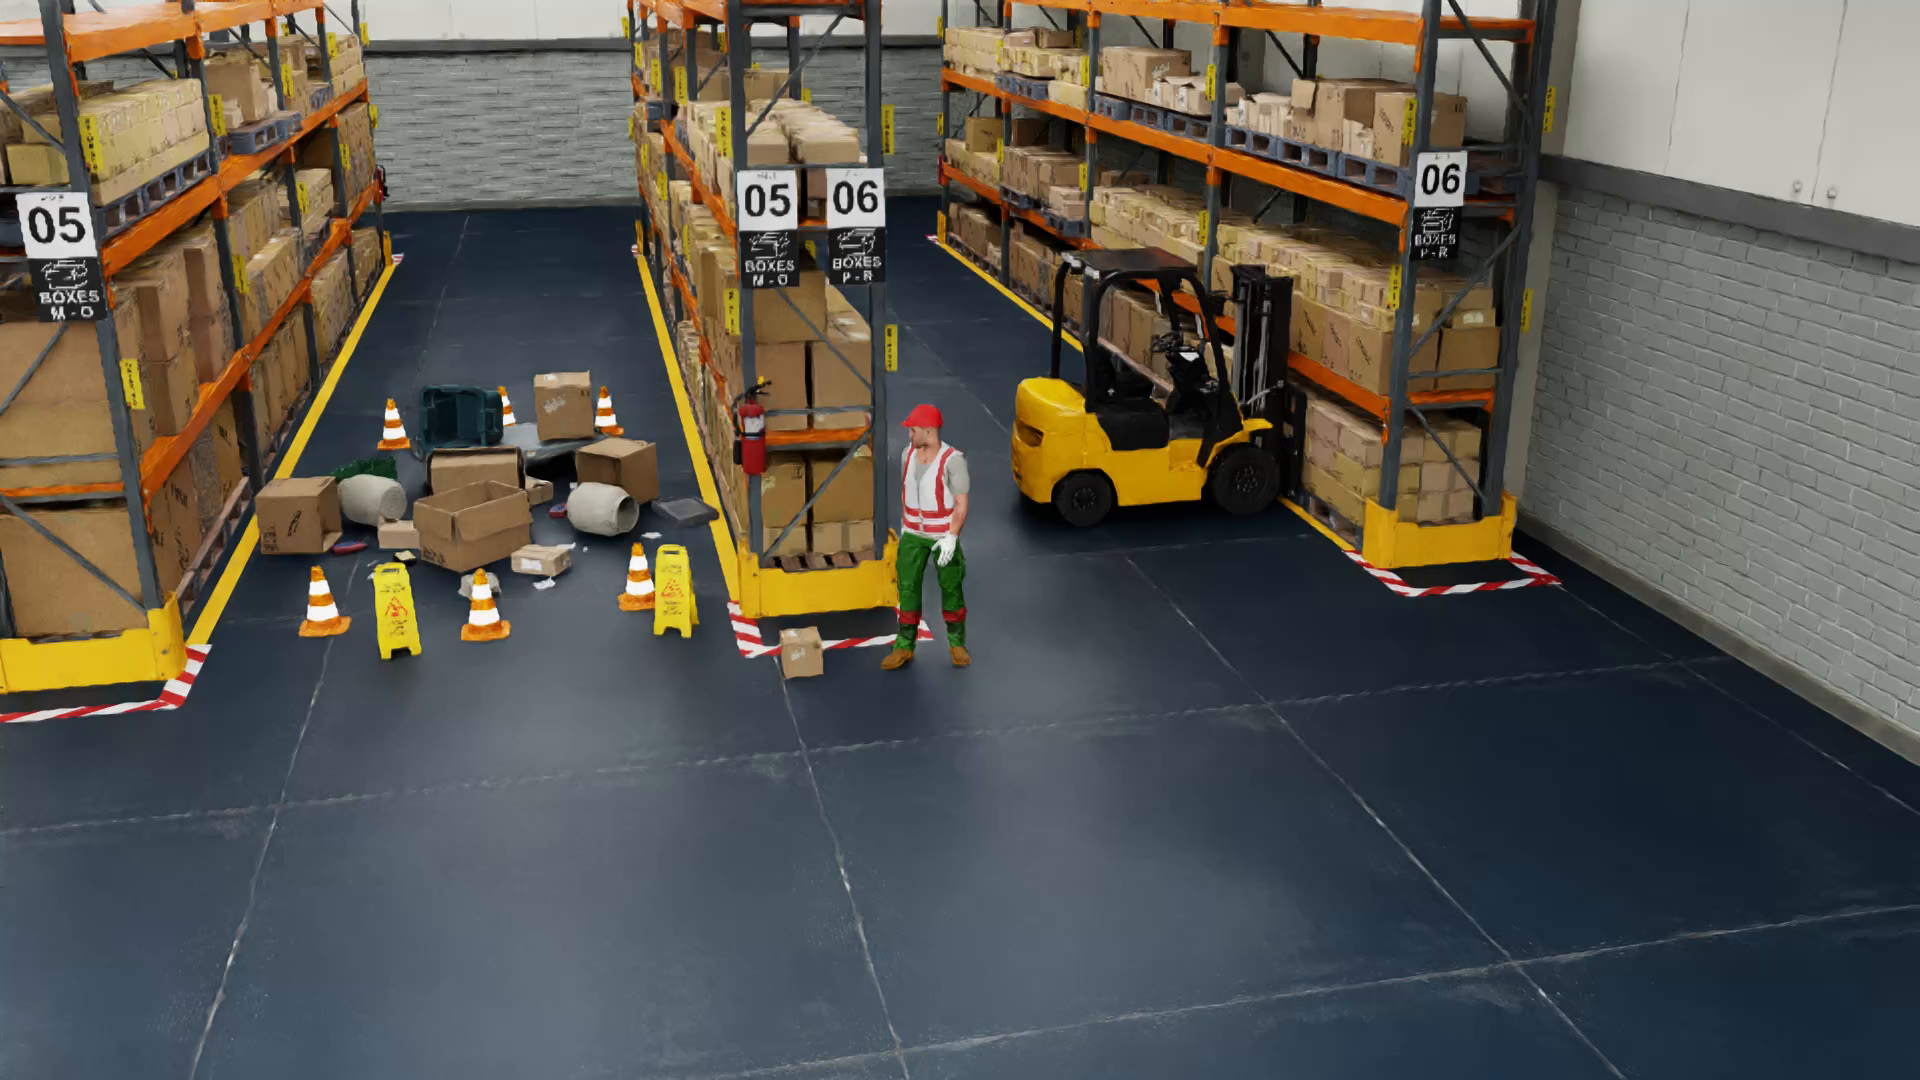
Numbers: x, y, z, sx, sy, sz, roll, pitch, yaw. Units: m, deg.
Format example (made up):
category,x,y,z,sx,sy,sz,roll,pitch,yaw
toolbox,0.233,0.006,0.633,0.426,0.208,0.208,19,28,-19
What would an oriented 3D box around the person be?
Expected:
category,x,y,z,sx,sy,sz,roll,pitch,yaw
person,-0.201,-0.017,11.014,0.566,1.793,0.531,10,22,25
